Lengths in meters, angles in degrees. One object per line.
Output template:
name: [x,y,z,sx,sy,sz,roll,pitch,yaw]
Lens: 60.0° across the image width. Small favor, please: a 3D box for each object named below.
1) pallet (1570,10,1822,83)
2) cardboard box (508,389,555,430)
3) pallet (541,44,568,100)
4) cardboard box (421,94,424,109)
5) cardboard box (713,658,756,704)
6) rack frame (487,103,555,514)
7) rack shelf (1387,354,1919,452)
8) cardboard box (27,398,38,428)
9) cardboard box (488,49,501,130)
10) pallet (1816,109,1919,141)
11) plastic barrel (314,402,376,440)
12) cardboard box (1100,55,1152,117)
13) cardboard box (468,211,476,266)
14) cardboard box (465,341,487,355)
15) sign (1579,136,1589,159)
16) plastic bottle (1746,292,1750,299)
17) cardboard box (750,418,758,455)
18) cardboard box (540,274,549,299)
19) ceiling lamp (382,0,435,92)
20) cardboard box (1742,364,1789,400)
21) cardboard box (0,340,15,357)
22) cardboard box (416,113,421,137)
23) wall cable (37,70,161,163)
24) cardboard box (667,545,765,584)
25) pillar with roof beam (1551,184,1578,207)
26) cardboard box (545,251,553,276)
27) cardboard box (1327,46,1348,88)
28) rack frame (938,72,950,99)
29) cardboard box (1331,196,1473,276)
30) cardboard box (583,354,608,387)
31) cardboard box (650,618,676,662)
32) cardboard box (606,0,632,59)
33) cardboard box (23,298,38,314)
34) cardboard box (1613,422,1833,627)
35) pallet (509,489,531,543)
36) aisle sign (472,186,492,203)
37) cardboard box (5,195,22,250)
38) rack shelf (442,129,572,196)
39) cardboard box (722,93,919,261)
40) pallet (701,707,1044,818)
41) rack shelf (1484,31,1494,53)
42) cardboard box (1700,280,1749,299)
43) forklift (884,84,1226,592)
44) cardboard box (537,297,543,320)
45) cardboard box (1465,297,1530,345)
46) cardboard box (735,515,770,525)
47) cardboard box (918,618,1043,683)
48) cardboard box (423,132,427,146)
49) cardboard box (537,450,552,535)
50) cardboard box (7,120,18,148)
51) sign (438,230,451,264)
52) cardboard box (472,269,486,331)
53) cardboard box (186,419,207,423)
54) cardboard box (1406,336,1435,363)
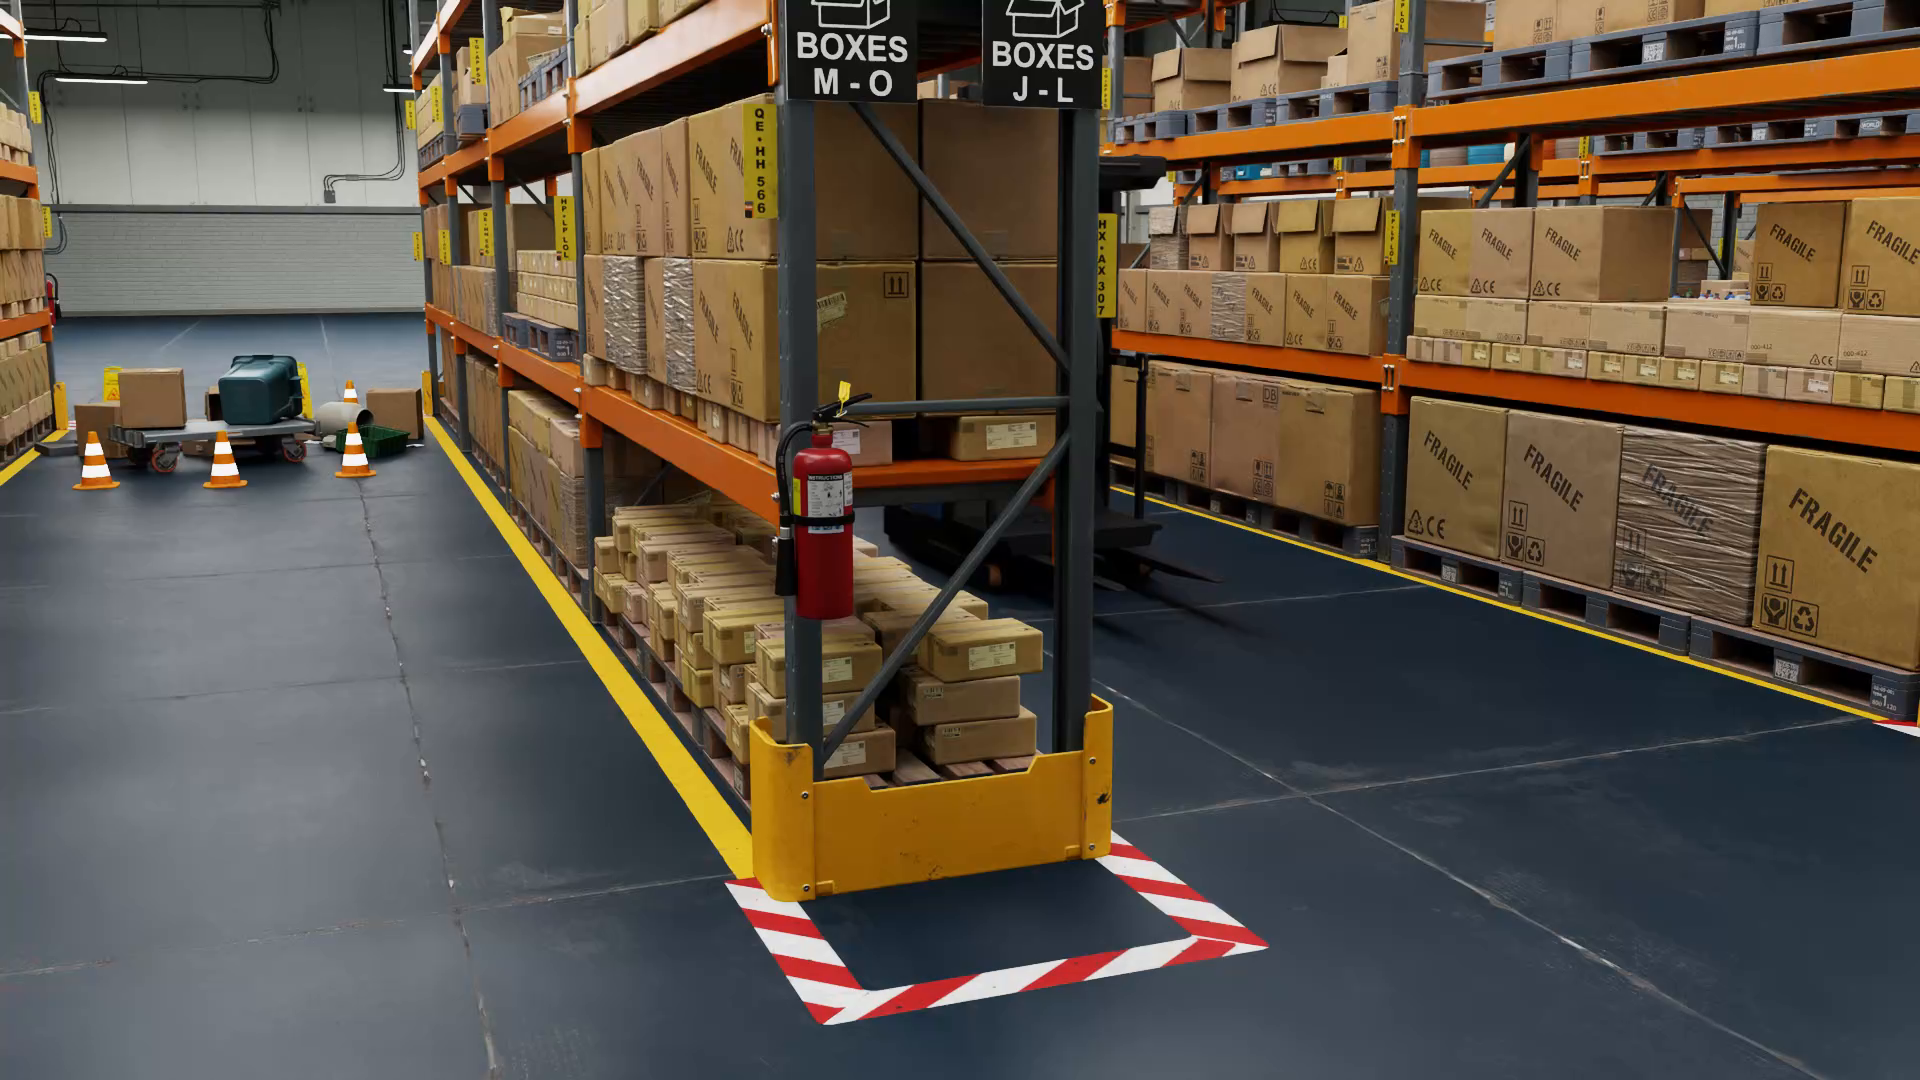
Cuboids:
pallet: [3.879,-2.459,8.367,1.003,0.211,1.213,-4,11,-21]
cardboard box: [-2.931,-0.931,11.885,0.500,0.250,0.500,-4,11,-23]
pallet: [-1.630,-2.552,9.176,1.213,0.211,1.003,-4,11,-21]
cardboard box: [-5.662,-4.780,18.120,0.380,0.149,0.250,-4,11,-22]
cardboard box: [-0.703,0.490,6.192,0.380,0.149,0.250,-4,11,-23]
rack frame: [-2.955,-1.713,12.488,1.000,3.000,0.127,-4,11,-21]
rack shelf: [3.879,-0.678,8.722,1.077,0.370,4.000,-4,11,-21]
cardboard box: [-9.512,-1.257,16.572,0.500,0.250,0.500,-4,11,-23]
cardboard box: [-2.996,-3.129,11.597,0.500,0.500,0.500,-4,11,-21]
pallet: [7.395,-3.179,12.700,1.213,0.211,1.003,-4,11,-21]
plastic barrel: [-6.245,-1.186,16.878,0.512,0.421,0.421,3,11,18]
cardboard box: [1.298,-3.846,14.198,0.500,0.500,0.500,-4,11,-19]
cardboard box: [-4.219,-2.827,15.608,0.700,0.500,0.500,-4,11,-22]
cardboard box: [-4.567,-1.634,16.910,0.875,0.875,0.875,-4,11,-20]
sign: [5.811,-3.715,15.475,0.100,0.325,0.005,-4,11,-21]
plastic bottle: [7.114,-2.103,15.043,0.097,0.271,0.097,0,10,0]
cardboard box: [-0.493,-0.362,5.609,0.380,0.149,0.250,-4,11,-21]
cardboard box: [-2.499,-1.641,10.751,0.380,0.149,0.250,-4,11,-21]
ceiling lamp: [-13.800,-13.066,42.513,2.000,3.185,0.800,-4,11,-21]
cardboard box: [3.892,-0.744,7.754,0.380,0.149,0.250,-4,11,-20]
cardboard box: [-9.121,-1.799,15.626,0.380,0.149,0.250,-3,11,-19]
cardboard box: [-5.918,-4.730,18.973,0.500,0.250,0.500,-4,11,-21]
wall cable: [-23.829,-11.747,46.209,3.097,2.526,0.112,-4,11,-21]
cardboard box: [-1.084,0.127,7.385,0.380,0.149,0.250,-4,11,-23]
pillar with roof beam: [7.529,-7.861,29.918,9.100,9.000,0.548,-4,11,-21]
cardboard box: [-2.404,-1.746,10.492,0.380,0.149,0.250,-4,11,-22]
cardboard box: [2.840,-3.183,11.241,0.500,0.311,0.500,-4,11,-23]
rack frame: [0.255,-5.618,17.310,1.000,3.000,0.127,-4,11,-21]
cardboard box: [2.915,-2.006,10.981,0.797,0.503,0.637,-4,11,-22]
cardboard box: [-1.708,-0.870,8.463,0.380,0.149,0.250,-3,11,-19]
cardboard box: [-1.165,0.425,7.405,0.380,0.149,0.250,-4,11,-22]
cardboard box: [-1.223,-2.204,7.107,0.500,0.250,0.500,-3,11,-18]
cardboard box: [-9.707,-2.400,17.064,0.380,0.149,0.250,-4,11,-20]
cardboard box: [3.967,-0.115,8.367,0.875,0.875,0.875,-4,11,-21]
pallet: [-2.673,-0.213,12.014,1.003,0.211,1.213,-4,11,-21]
aisle sign: [-5.600,-4.330,19.773,0.394,0.787,0.004,-4,11,-21]
cardboard box: [-9.260,-2.978,15.605,0.700,0.500,0.500,-4,11,-22]
rack shelf: [-3.680,-3.163,14.123,1.077,0.370,4.000,-4,11,-21]
cardboard box: [-0.454,-1.155,5.356,0.500,0.500,0.500,-4,11,-22]
pallet: [-0.345,0.818,6.219,1.003,0.211,1.213,-4,11,-21]
rack shelf: [5.596,-5.055,17.340,1.077,0.370,4.000,-4,11,-21]
cardboard box: [9.708,-3.141,20.943,0.500,0.250,0.500,-3,11,-17]
forklift: [0.528,-1.227,9.948,1.130,2.935,3.031,-4,11,-23]
cardboard box: [-2.588,-1.536,11.006,0.380,0.149,0.250,-4,11,-19]
cardboard box: [3.256,-1.257,9.498,0.500,0.250,0.500,-4,11,-21]
cardboard box: [-0.908,-0.036,8.298,0.380,0.149,0.250,-4,11,-21]
cardboard box: [0.071,0.389,5.910,0.380,0.149,0.250,-4,11,-23]
cardboard box: [-5.662,-4.387,18.187,0.380,0.149,0.250,-4,11,-21]
cardboard box: [-2.376,-0.309,10.532,0.500,0.500,0.500,-4,11,-22]
cardboard box: [-9.621,-4.005,16.385,0.500,0.250,0.500,-4,11,-19]
sign: [-4.921,-2.796,15.876,0.100,0.325,0.005,-4,11,-21]
cardboard box: [-3.729,-1.982,13.714,0.500,0.500,0.500,-4,11,-22]
cardboard box: [-8.074,-1.199,17.738,0.380,0.149,0.250,2,10,9]
cardboard box: [2.951,-1.166,10.126,0.380,0.149,0.250,-4,11,-21]
